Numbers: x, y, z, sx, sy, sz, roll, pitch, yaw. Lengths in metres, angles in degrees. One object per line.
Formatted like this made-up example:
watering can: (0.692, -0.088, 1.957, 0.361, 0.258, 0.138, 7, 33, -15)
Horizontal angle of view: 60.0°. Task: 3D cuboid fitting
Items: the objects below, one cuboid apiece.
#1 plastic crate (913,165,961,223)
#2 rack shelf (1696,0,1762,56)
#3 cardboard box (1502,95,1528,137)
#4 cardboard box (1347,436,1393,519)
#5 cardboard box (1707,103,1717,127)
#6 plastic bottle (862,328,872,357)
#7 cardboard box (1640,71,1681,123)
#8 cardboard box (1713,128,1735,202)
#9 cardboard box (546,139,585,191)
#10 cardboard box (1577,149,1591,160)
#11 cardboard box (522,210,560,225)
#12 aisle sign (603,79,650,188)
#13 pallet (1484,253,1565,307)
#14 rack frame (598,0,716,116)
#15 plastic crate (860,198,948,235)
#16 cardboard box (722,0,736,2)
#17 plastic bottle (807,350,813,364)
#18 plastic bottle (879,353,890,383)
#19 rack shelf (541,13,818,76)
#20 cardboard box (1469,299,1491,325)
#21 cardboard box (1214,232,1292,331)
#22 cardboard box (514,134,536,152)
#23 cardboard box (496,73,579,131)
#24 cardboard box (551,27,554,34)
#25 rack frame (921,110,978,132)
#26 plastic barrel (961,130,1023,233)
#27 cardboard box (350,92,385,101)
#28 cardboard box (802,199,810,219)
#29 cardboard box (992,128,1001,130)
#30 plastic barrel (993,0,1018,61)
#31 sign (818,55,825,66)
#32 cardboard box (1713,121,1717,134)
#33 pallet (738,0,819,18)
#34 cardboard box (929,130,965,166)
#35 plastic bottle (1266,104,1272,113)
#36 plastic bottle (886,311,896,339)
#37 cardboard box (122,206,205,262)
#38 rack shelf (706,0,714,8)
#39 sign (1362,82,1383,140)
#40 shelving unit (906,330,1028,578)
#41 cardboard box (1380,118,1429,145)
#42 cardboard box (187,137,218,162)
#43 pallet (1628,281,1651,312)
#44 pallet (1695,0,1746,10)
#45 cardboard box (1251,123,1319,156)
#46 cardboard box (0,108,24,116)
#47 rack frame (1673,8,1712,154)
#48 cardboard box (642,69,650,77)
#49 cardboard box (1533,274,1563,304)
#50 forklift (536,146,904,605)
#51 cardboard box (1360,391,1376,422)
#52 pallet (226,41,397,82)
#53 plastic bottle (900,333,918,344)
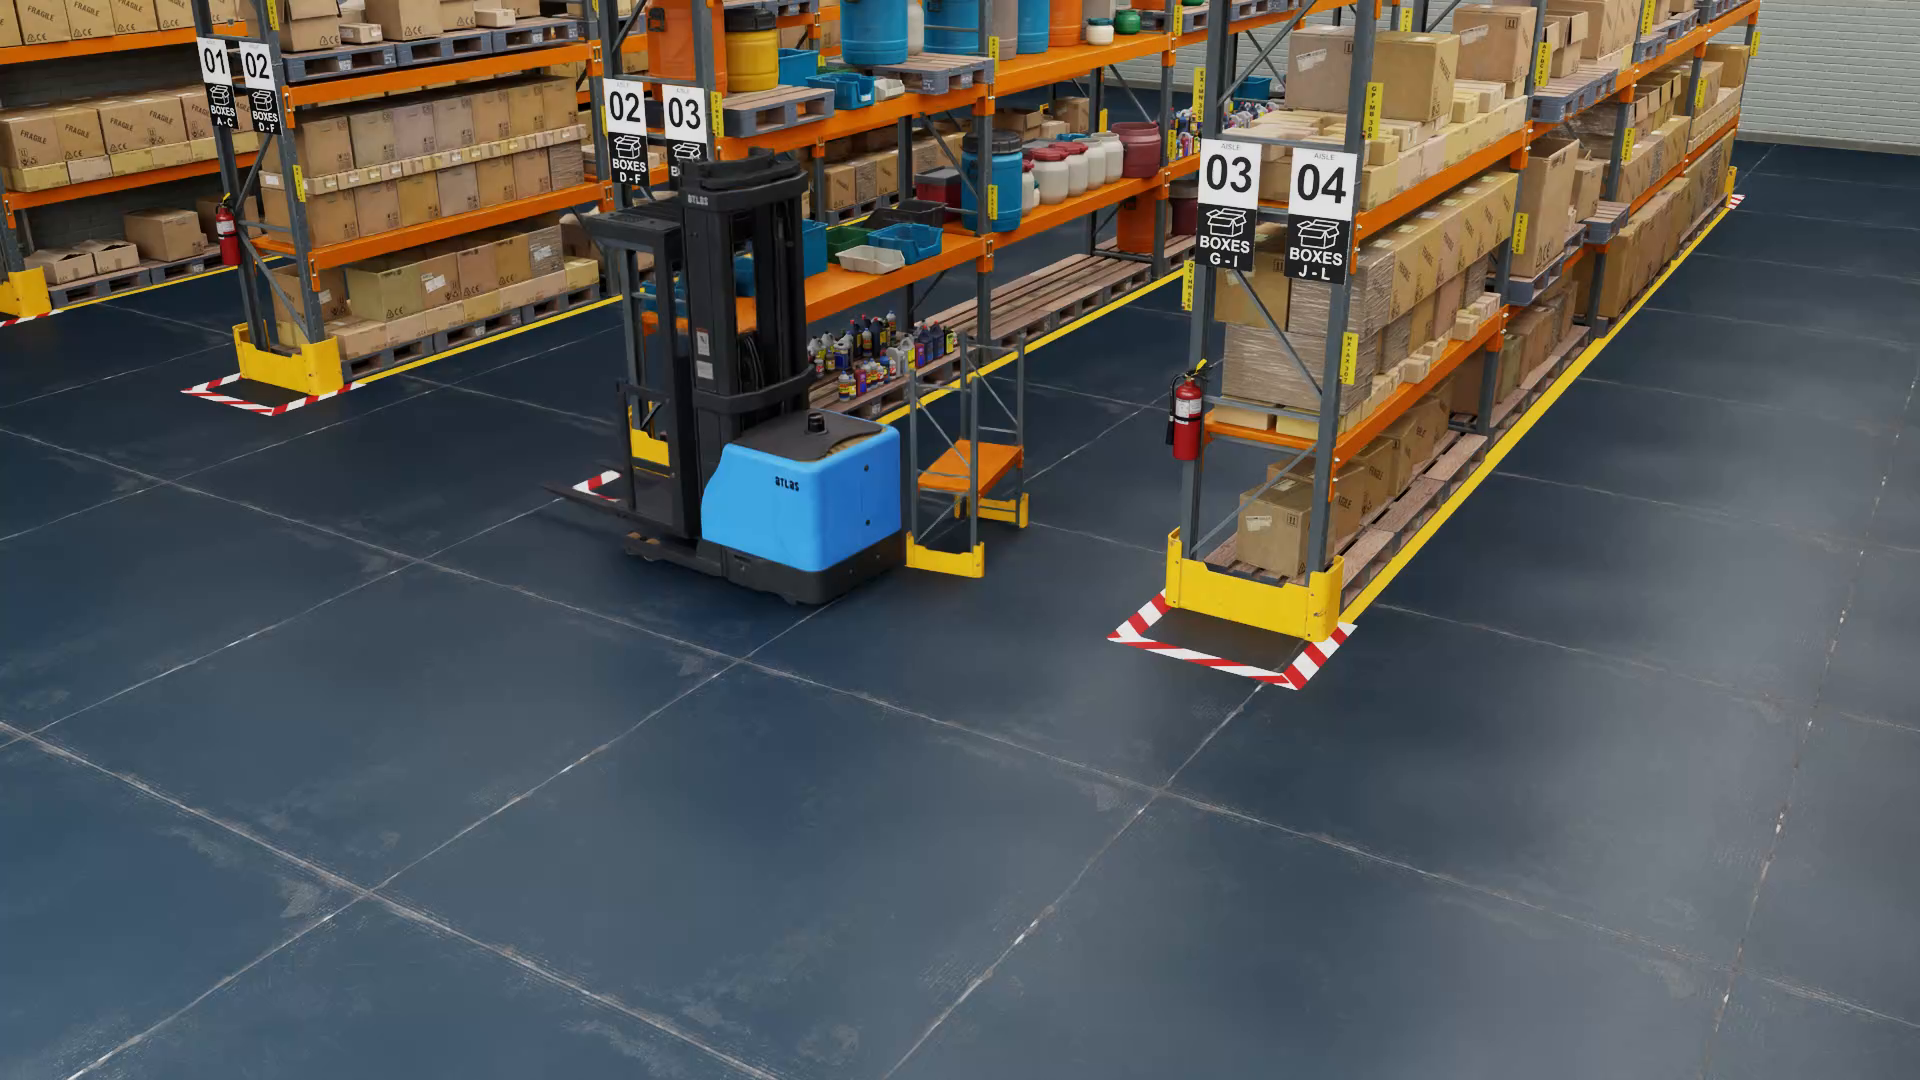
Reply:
plastic crate: (-0.154, -3.488, 16.786, 0.402, 0.464, 0.583, 14, 27, 29)
rack shelf: (9.334, -6.614, 21.219, 1.077, 0.370, 4.000, 14, 27, 29)
cardboard box: (4.040, -3.292, 12.828, 0.500, 0.250, 0.500, 15, 28, 31)
cardboard box: (2.925, -0.512, 12.610, 0.500, 0.500, 0.500, 17, 29, 34)
cardboard box: (9.284, -5.407, 21.115, 0.500, 0.250, 0.500, 15, 27, 30)
plastic bottle: (-0.901, -1.921, 16.128, 0.097, 0.271, 0.097, 0, 23, 0)
cardboard box: (7.949, -5.182, 19.391, 0.797, 0.503, 0.637, 13, 27, 28)
cardboard box: (10.119, -5.228, 23.032, 0.875, 0.875, 0.875, 14, 27, 29)
cardboard box: (-4.584, -4.165, 18.305, 0.700, 0.500, 0.500, 13, 27, 28)
cardboard box: (5.918, -3.591, 16.450, 0.500, 0.500, 0.500, 10, 25, 23)
cardboard box: (-4.866, -3.454, 18.778, 0.500, 0.500, 0.500, 14, 27, 29)
aisle sign: (-2.549, -3.112, 12.726, 0.394, 0.787, 0.004, 14, 27, 29)
pallet: (4.586, -2.332, 14.439, 1.003, 0.211, 1.213, 14, 27, 29)
rack frame: (-2.259, -4.634, 11.963, 1.000, 3.000, 0.127, 14, 27, 29)
plastic crate: (-0.533, -3.052, 15.939, 0.767, 0.338, 0.504, 14, 27, 29)
cardboard box: (-3.009, -6.584, 19.904, 0.500, 0.250, 0.500, 13, 27, 28)
plastic bottle: (-1.416, -1.605, 15.383, 0.061, 0.283, 0.133, 14, 27, 29)
plastic bottle: (-0.697, -1.595, 15.375, 0.097, 0.271, 0.097, 0, 23, 0)
rack shelf: (-3.300, -5.992, 19.780, 1.077, 0.370, 4.000, 14, 27, 29)
cardboard box: (4.055, -1.861, 13.425, 0.380, 0.149, 0.250, 14, 27, 29)
cardboard box: (2.029, -1.722, 11.028, 0.500, 0.500, 0.500, 14, 27, 29)
cardboard box: (-4.723, -4.216, 17.607, 0.380, 0.149, 0.250, 14, 27, 29)
cardboard box: (-4.584, -4.760, 18.047, 0.700, 0.500, 0.500, 14, 27, 29)
cardboard box: (-5.982, -7.302, 24.207, 0.500, 0.250, 0.500, 15, 27, 30)
rack frame: (-0.135, -6.970, 24.911, 1.000, 3.000, 0.127, 14, 27, 29)
plastic barrel: (0.312, -3.528, 16.328, 0.600, 0.901, 0.708, 14, 27, 29)
cardboard box: (-7.967, -5.906, 21.774, 0.700, 0.500, 0.500, 17, 29, 34)
cardboard box: (-2.316, -4.322, 21.727, 0.500, 0.250, 0.500, 15, 27, 30)
cardboard box: (0.320, -6.443, 26.524, 0.500, 0.311, 0.500, 14, 27, 29)
plastic barrel: (0.280, -5.275, 16.589, 0.600, 0.901, 0.600, 0, 23, 0)
sign: (-1.772, -6.036, 21.296, 0.100, 0.325, 0.005, 14, 27, 29)
cardboard box: (9.538, -5.334, 21.448, 0.380, 0.149, 0.250, 13, 27, 27)
pallet: (-2.527, -6.662, 20.662, 1.213, 0.211, 1.003, 15, 28, 31)
cardboard box: (-0.152, -5.798, 24.797, 0.500, 0.500, 0.500, 14, 27, 29)
plastic bottle: (4.054, -5.589, 21.867, 0.061, 0.283, 0.133, 14, 27, 29)
plastic bottle: (-0.690, -2.165, 16.691, 0.097, 0.271, 0.097, 0, 23, 0)
cardboard box: (-9.504, -3.656, 19.848, 0.700, 0.500, 0.500, 12, 26, 26)
rack shelf: (-1.204, -4.795, 13.744, 1.077, 0.370, 4.000, 14, 27, 29)
sign: (2.410, -2.507, 9.725, 0.100, 0.325, 0.005, 14, 27, 29)
shelving unit: (0.068, -0.653, 12.206, 0.587, 1.500, 1.083, 8, 25, 19)
cardboard box: (2.874, -2.714, 10.991, 0.380, 0.149, 0.250, 14, 27, 29)
cardboard box: (-9.080, -4.685, 19.795, 0.500, 0.250, 0.500, 14, 27, 29)
pallet: (7.293, -2.924, 19.074, 1.003, 0.211, 1.213, 14, 27, 29)
pallet: (9.364, -6.913, 21.114, 1.003, 0.211, 1.213, 14, 27, 29)
cardboard box: (2.067, -2.556, 10.625, 0.380, 0.149, 0.250, 13, 27, 27)
cardboard box: (-10.608, -4.445, 18.298, 0.500, 0.500, 0.500, 14, 27, 28)
rack frame: (8.279, -4.893, 20.113, 1.000, 3.000, 0.127, 14, 27, 29)
cardboard box: (-4.991, -7.308, 25.982, 0.380, 0.149, 0.250, 13, 27, 28)
cardboard box: (5.570, -2.528, 16.299, 0.500, 0.250, 0.500, 17, 29, 35)
forklift: (-1.903, -1.340, 11.991, 3.031, 2.935, 1.130, 16, 28, 32)
cardboard box: (2.594, -0.935, 11.287, 0.380, 0.149, 0.250, 14, 27, 29)
pallet: (-6.070, -4.489, 15.516, 1.003, 0.211, 1.213, 14, 27, 29)
plastic bottle: (-0.484, -1.863, 15.988, 0.152, 0.276, 0.135, 14, 27, 29)
